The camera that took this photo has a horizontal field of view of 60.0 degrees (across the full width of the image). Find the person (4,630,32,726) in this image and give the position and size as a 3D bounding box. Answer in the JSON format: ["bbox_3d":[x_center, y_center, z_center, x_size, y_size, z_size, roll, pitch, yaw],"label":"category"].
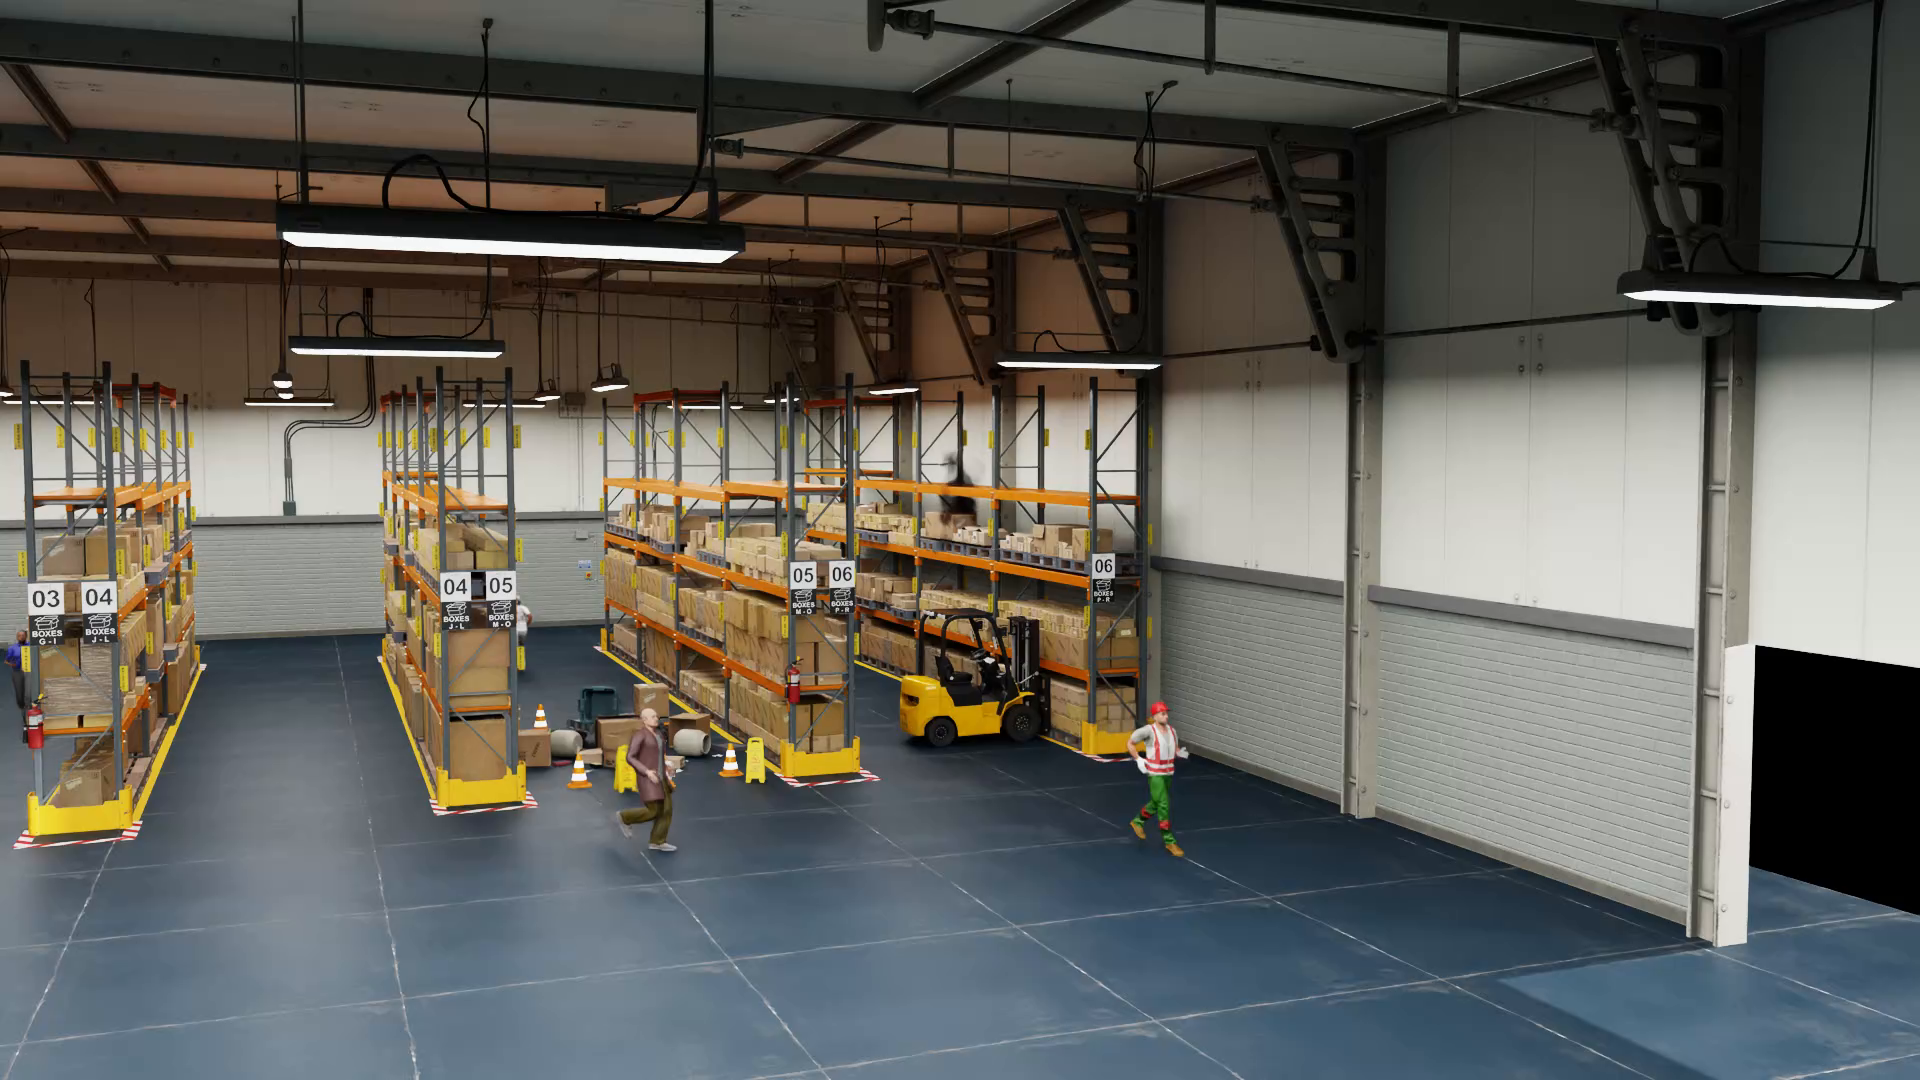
[{"bbox_3d":[-16.509,2.405,29.317,0.582,1.658,0.920,-2,4,-28],"label":"person"}]

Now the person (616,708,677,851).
[{"bbox_3d":[-3.811,2.921,20.311,0.789,1.744,0.712,1,4,22],"label":"person"}]

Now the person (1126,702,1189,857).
[{"bbox_3d":[2.421,2.871,20.263,0.651,1.807,0.979,-3,4,-40],"label":"person"}]

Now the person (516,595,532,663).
[{"bbox_3d":[-9.557,2.030,35.859,0.573,1.691,1.076,-2,4,-33],"label":"person"}]
